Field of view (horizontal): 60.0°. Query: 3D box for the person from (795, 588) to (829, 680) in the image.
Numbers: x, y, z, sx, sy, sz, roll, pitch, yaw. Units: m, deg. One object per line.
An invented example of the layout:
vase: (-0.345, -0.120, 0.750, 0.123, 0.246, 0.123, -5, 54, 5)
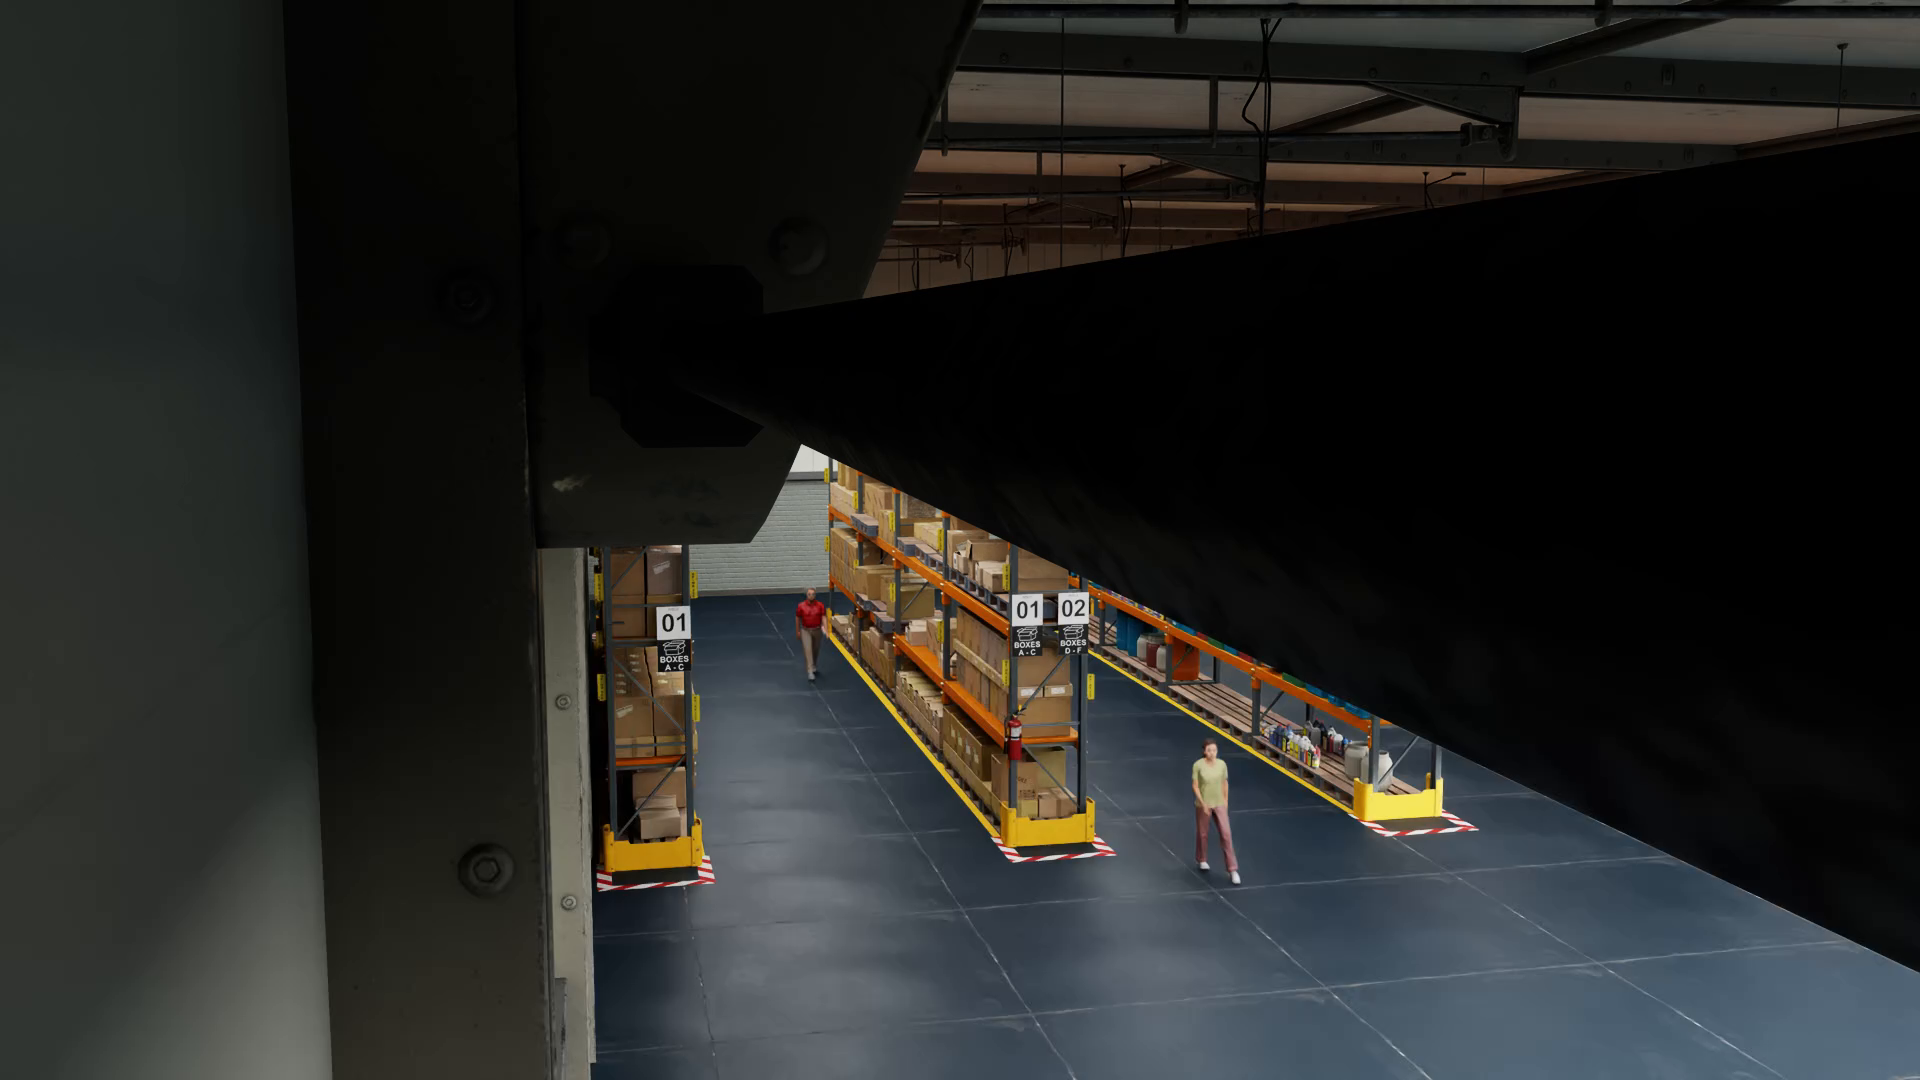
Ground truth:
person: (-2.803, 1.747, 31.506, 0.582, 1.662, 1.078, -2, 7, -15)

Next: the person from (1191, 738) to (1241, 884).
person: (3.026, 3.172, 19.743, 0.552, 1.641, 0.833, 0, 7, 1)
